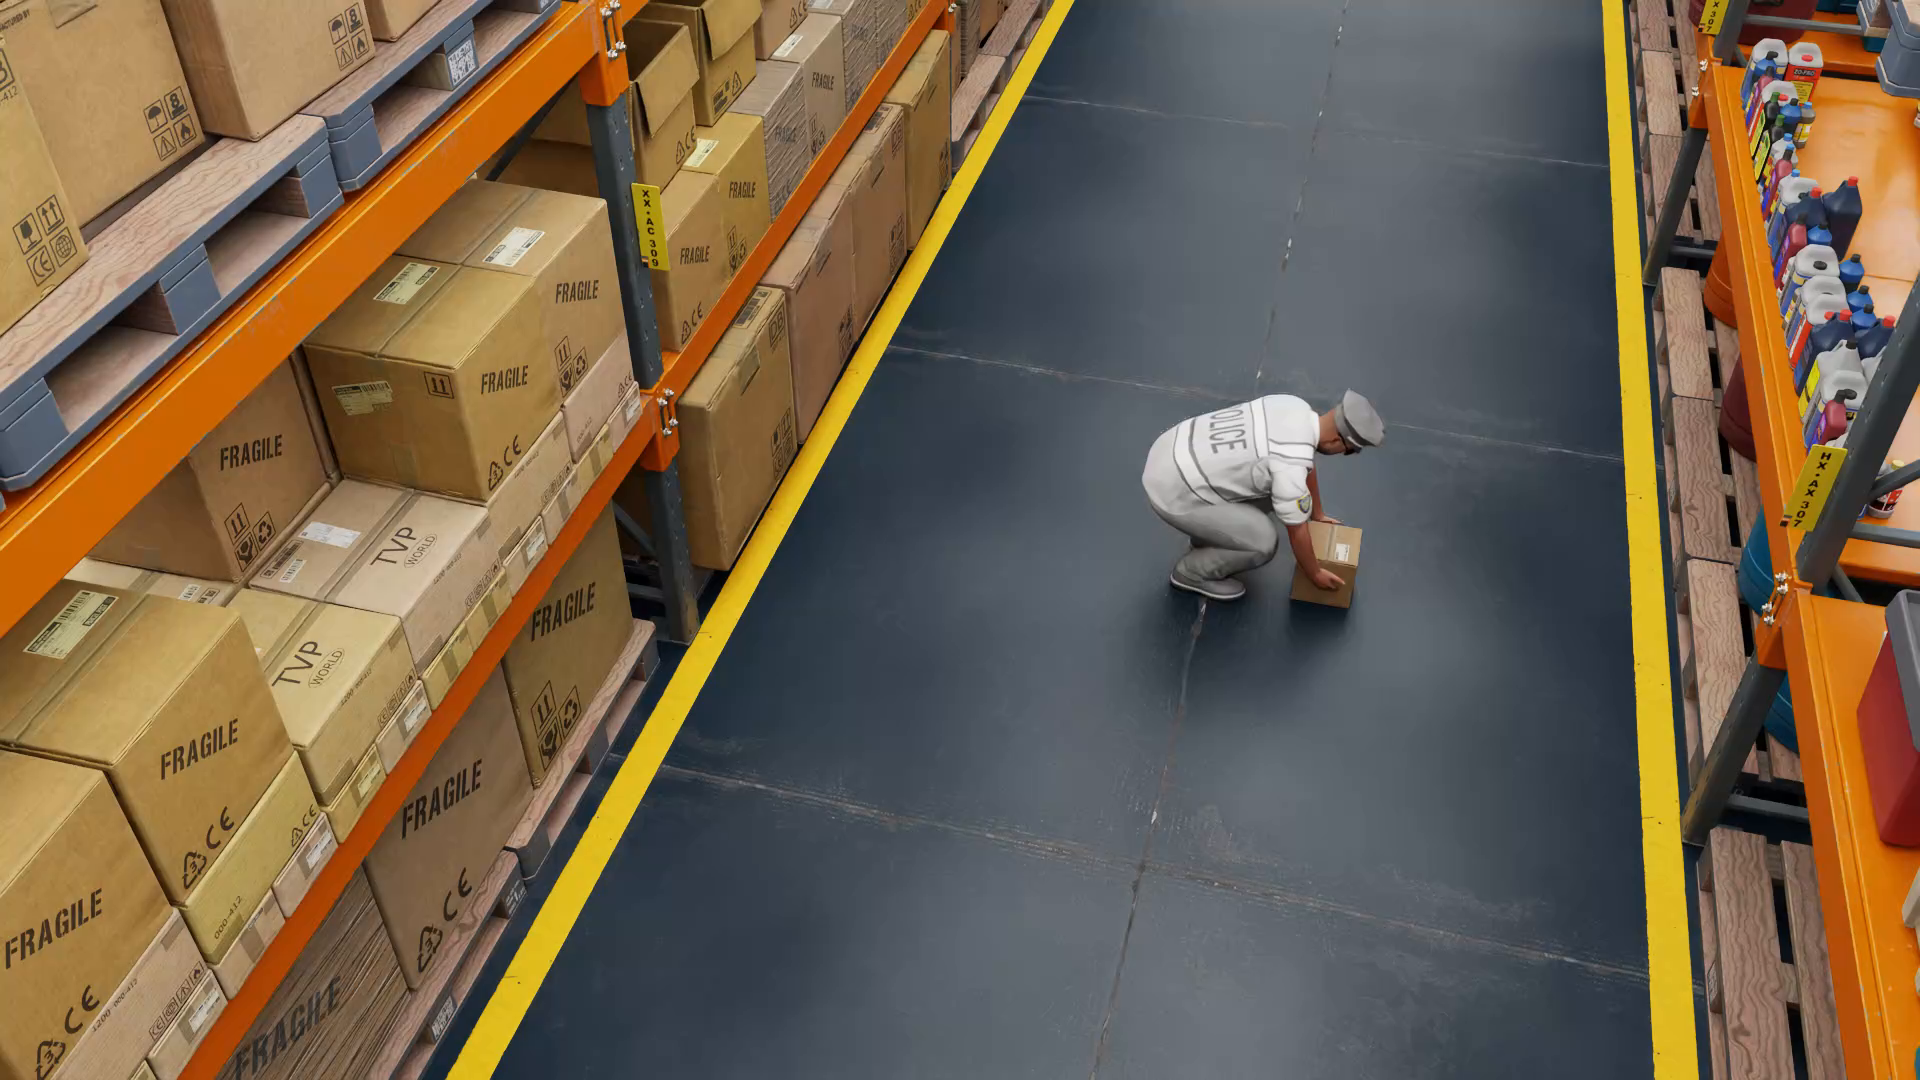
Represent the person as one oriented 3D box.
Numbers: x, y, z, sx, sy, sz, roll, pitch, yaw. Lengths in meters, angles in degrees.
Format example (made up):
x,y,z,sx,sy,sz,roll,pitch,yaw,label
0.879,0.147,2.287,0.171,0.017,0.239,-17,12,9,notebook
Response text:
x,y,z,sx,sy,sz,roll,pitch,yaw,label
1.257,-0.227,7.032,0.951,0.956,0.565,10,42,11,person
